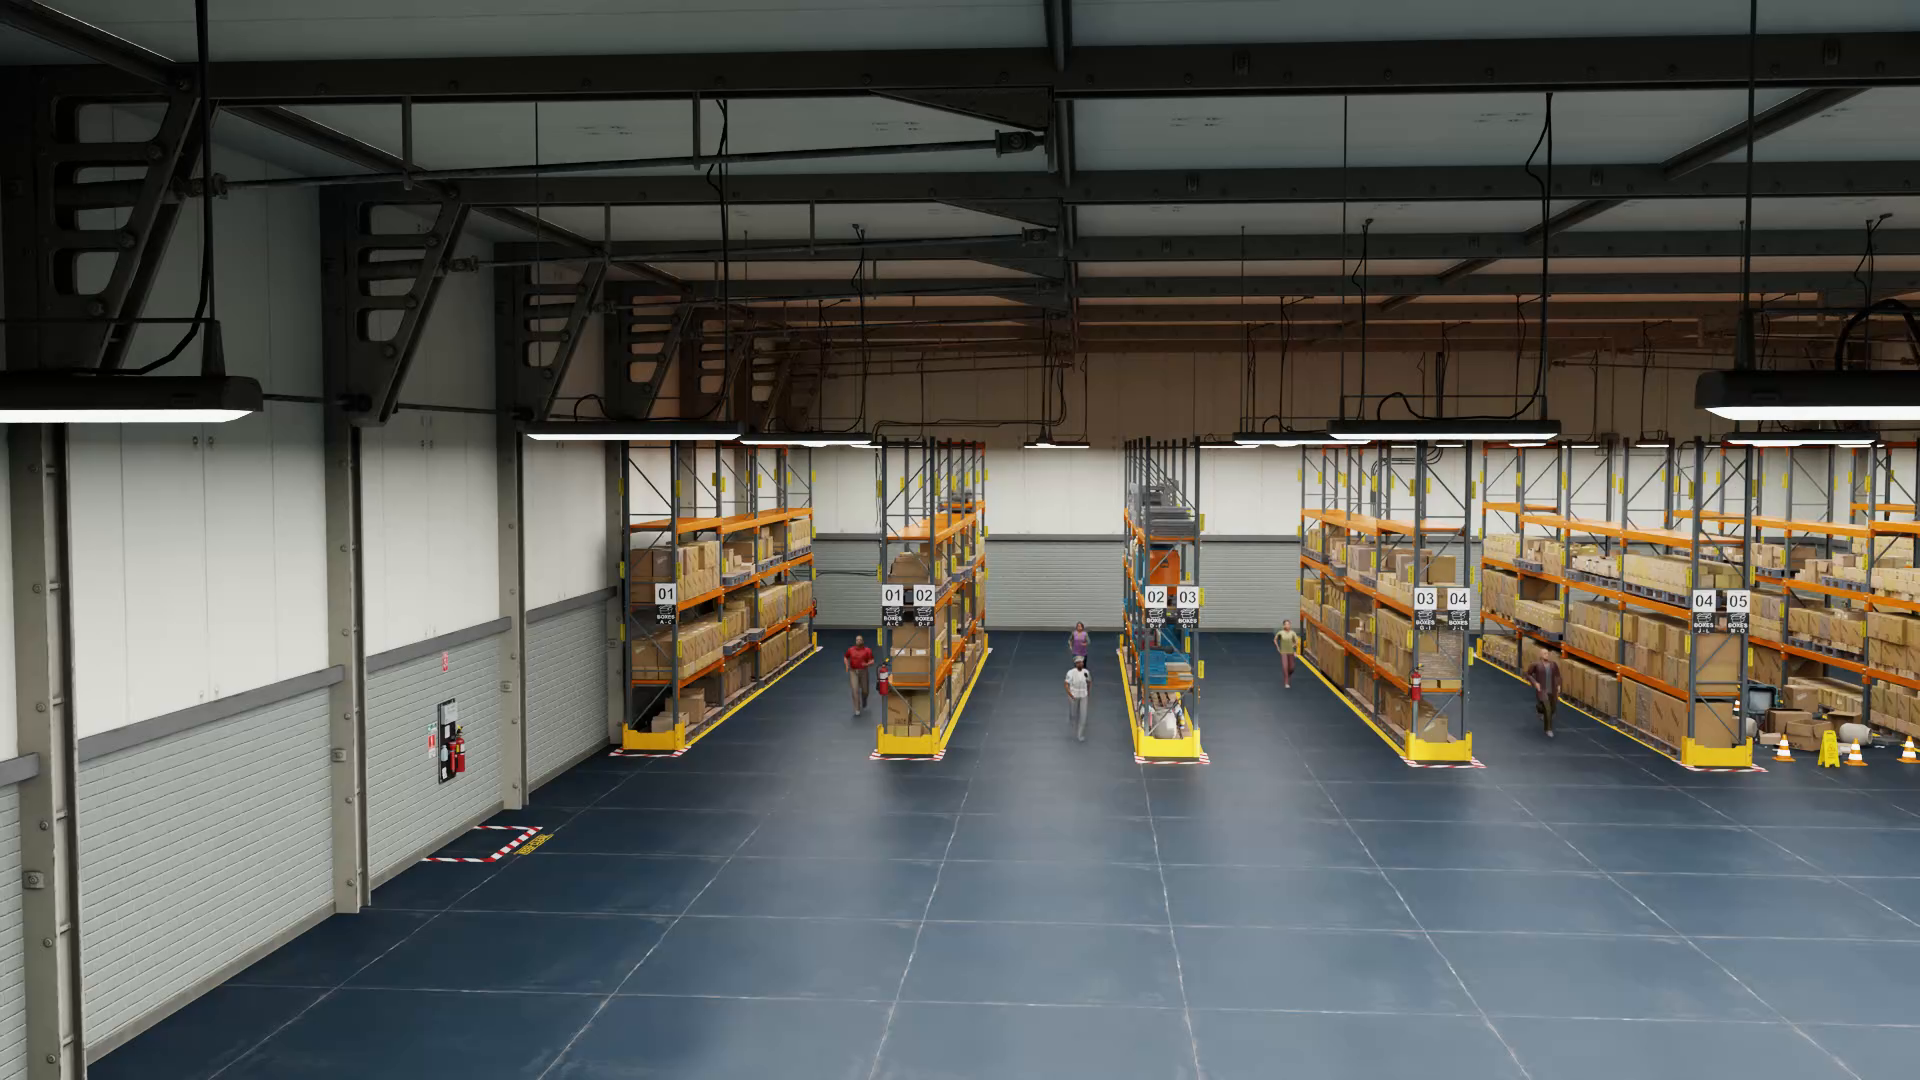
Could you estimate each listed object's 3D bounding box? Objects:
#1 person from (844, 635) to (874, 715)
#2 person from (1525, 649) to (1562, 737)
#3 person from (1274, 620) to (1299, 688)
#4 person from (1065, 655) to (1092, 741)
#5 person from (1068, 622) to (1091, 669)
[{"bbox_3d":[-2.203,2.929,36.285,0.676,1.694,0.886,0,3,-3],"label":"person"},{"bbox_3d":[11.860,3.074,33.760,0.707,1.740,0.912,-1,3,-11],"label":"person"},{"bbox_3d":[7.913,2.748,40.307,0.588,1.634,0.793,0,3,2],"label":"person"},{"bbox_3d":[2.374,3.135,33.268,0.568,1.683,0.870,0,3,-2],"label":"person"},{"bbox_3d":[2.883,2.809,40.096,0.537,1.488,0.893,0,3,2],"label":"person"}]
